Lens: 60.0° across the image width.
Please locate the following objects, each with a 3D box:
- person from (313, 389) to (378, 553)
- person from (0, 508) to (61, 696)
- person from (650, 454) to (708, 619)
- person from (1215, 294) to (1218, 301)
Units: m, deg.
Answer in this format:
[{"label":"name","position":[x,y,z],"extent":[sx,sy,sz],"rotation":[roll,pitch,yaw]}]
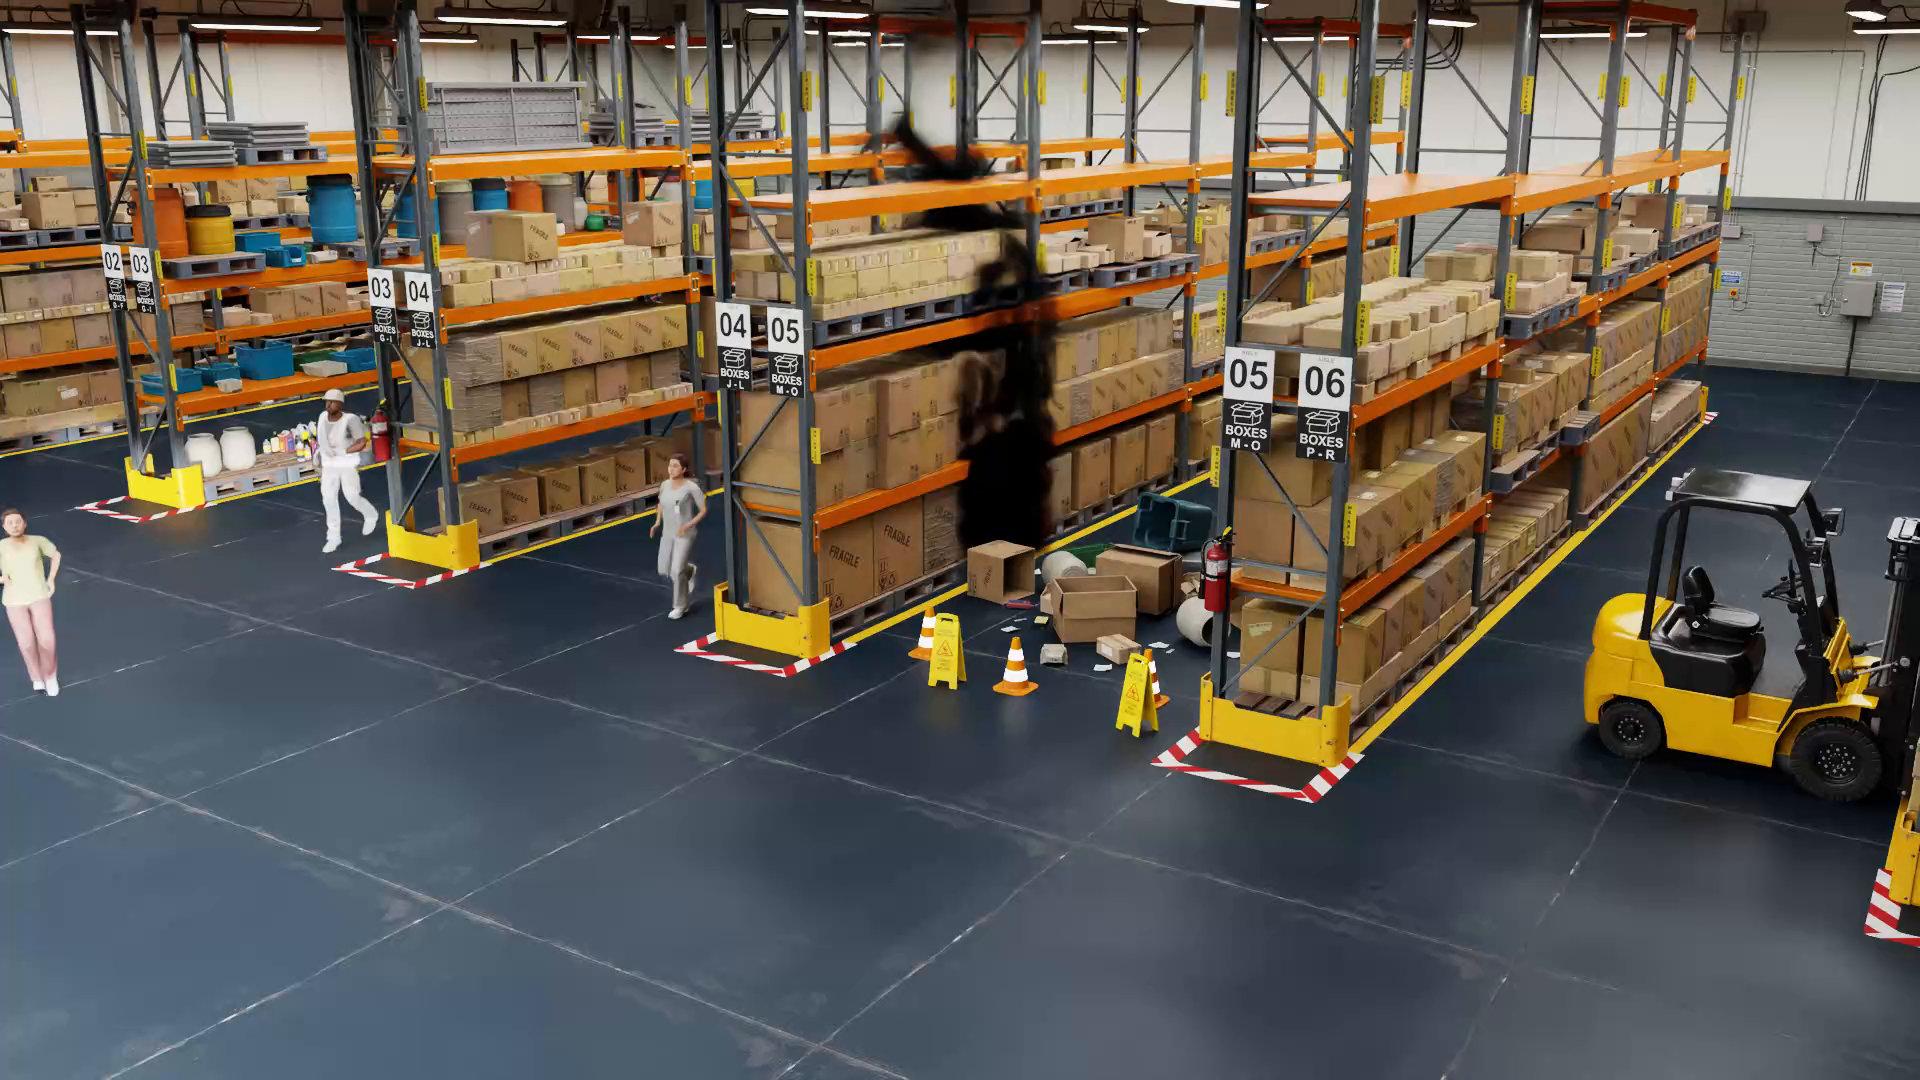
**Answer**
[{"label":"person","position":[-7.002,-0.828,18.852],"extent":[0.690,1.799,0.876],"rotation":[4,16,13]},{"label":"person","position":[-7.926,0.548,14.162],"extent":[0.562,1.667,0.607],"rotation":[-8,17,-26]},{"label":"person","position":[-2.743,-0.061,16.439],"extent":[0.573,1.629,0.573],"rotation":[7,17,23]},{"label":"person","position":[4.401,-3.259,27.825],"extent":[0.589,1.768,0.703],"rotation":[10,18,32]}]
